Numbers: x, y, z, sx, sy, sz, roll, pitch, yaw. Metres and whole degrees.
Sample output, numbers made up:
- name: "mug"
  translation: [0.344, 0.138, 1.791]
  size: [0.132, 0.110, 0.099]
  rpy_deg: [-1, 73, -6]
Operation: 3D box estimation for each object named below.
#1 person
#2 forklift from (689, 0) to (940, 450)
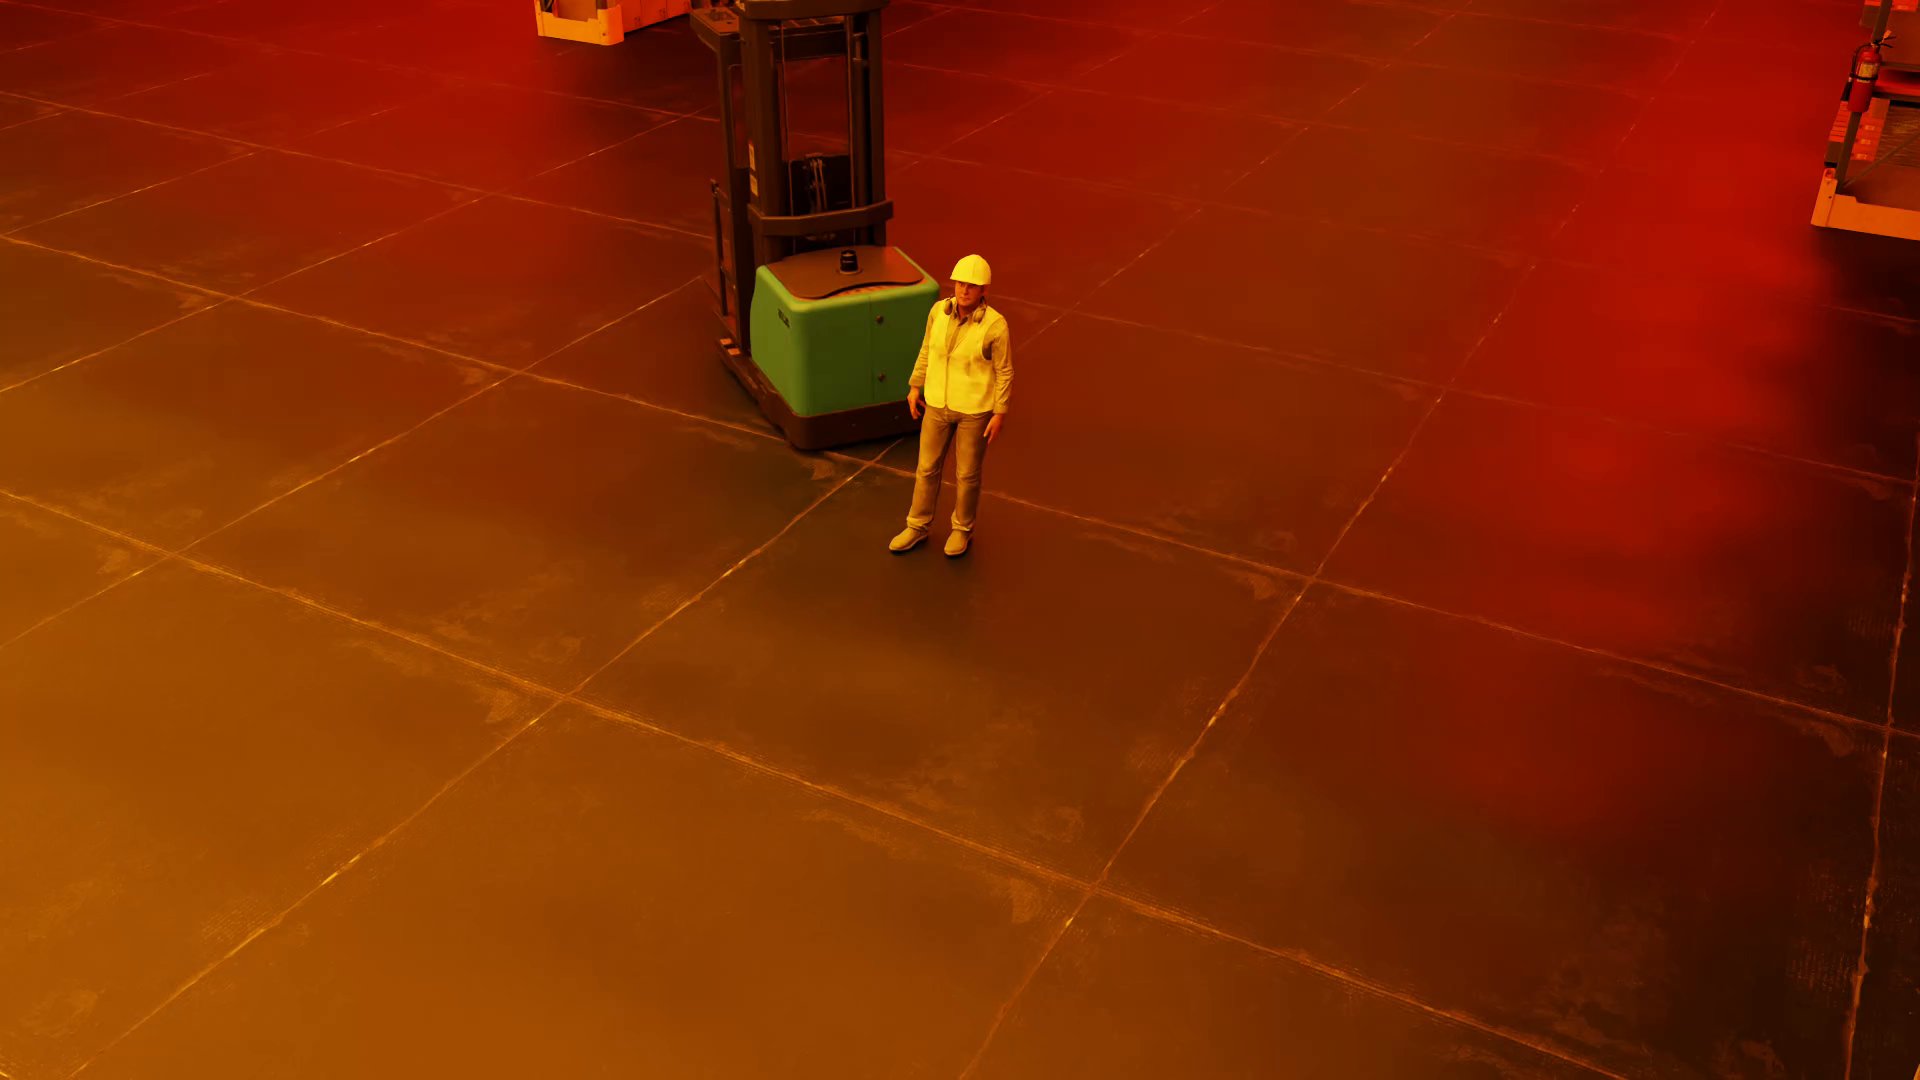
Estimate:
- name: "person"
  translation: [-0.037, -0.749, 9.511]
  size: [0.634, 1.775, 0.566]
  rpy_deg: [15, 33, 25]
- name: "forklift"
  translation: [-1.159, -2.578, 11.538]
  size: [1.130, 2.935, 3.031]
  rpy_deg: [-12, 32, -20]
